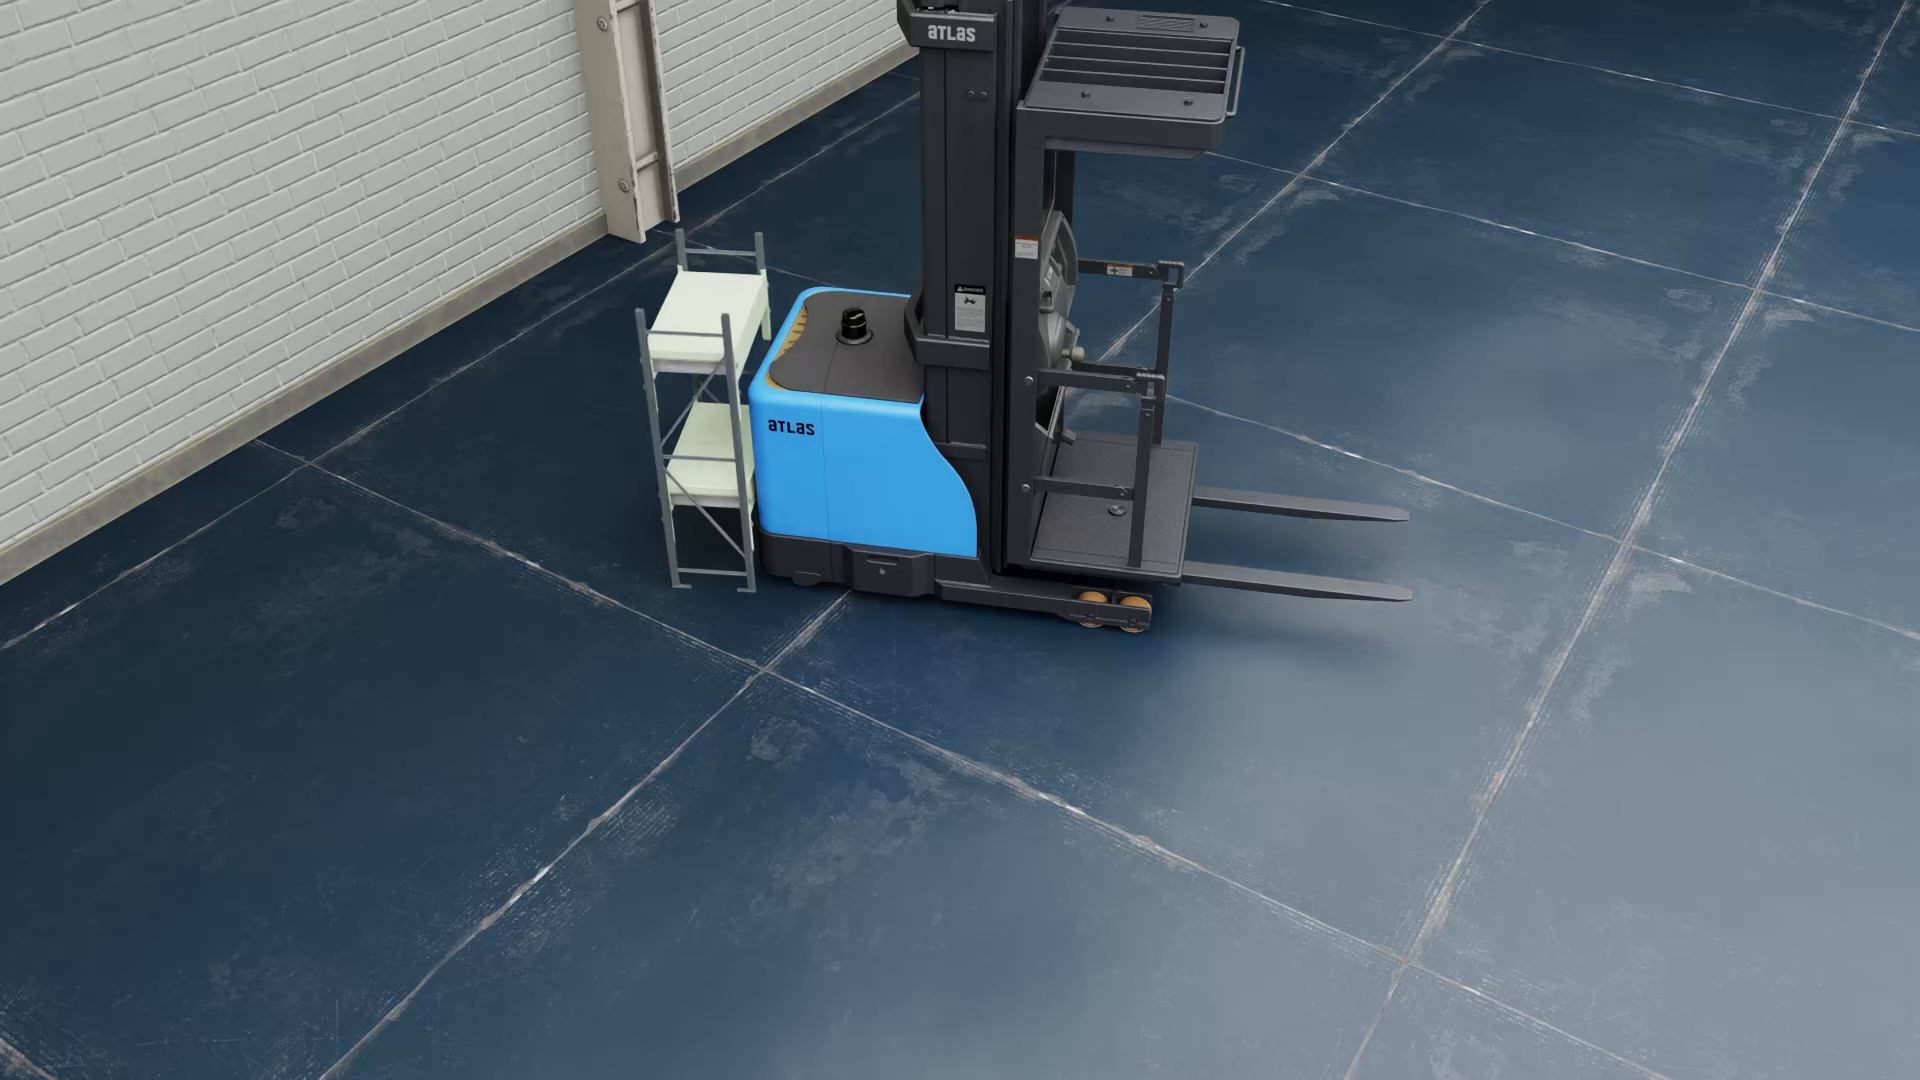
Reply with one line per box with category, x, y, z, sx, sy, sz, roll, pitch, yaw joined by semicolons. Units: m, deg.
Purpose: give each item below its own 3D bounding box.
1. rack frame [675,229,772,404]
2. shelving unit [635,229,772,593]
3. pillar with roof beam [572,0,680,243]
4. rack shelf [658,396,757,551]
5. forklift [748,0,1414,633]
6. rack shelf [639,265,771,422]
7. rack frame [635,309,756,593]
rack frame;-1.095;-0.806;8.006;0.400;1.500;0.023;3;38;4
shelving unit;-1.130;-0.583;7.718;0.431;1.500;0.755;3;38;4
pillar with roof beam;1.566;-4.207;6.276;9.100;9.000;0.400;21;42;25
rack shelf;-1.130;-0.325;7.917;0.431;0.370;0.720;3;38;4
forklift;0.615;-1.090;7.202;3.031;2.935;1.130;7;38;8
rack shelf;-1.130;-0.892;7.480;0.431;0.370;0.720;3;38;4
rack frame;-1.165;-0.361;7.429;0.400;1.500;0.023;3;38;4
